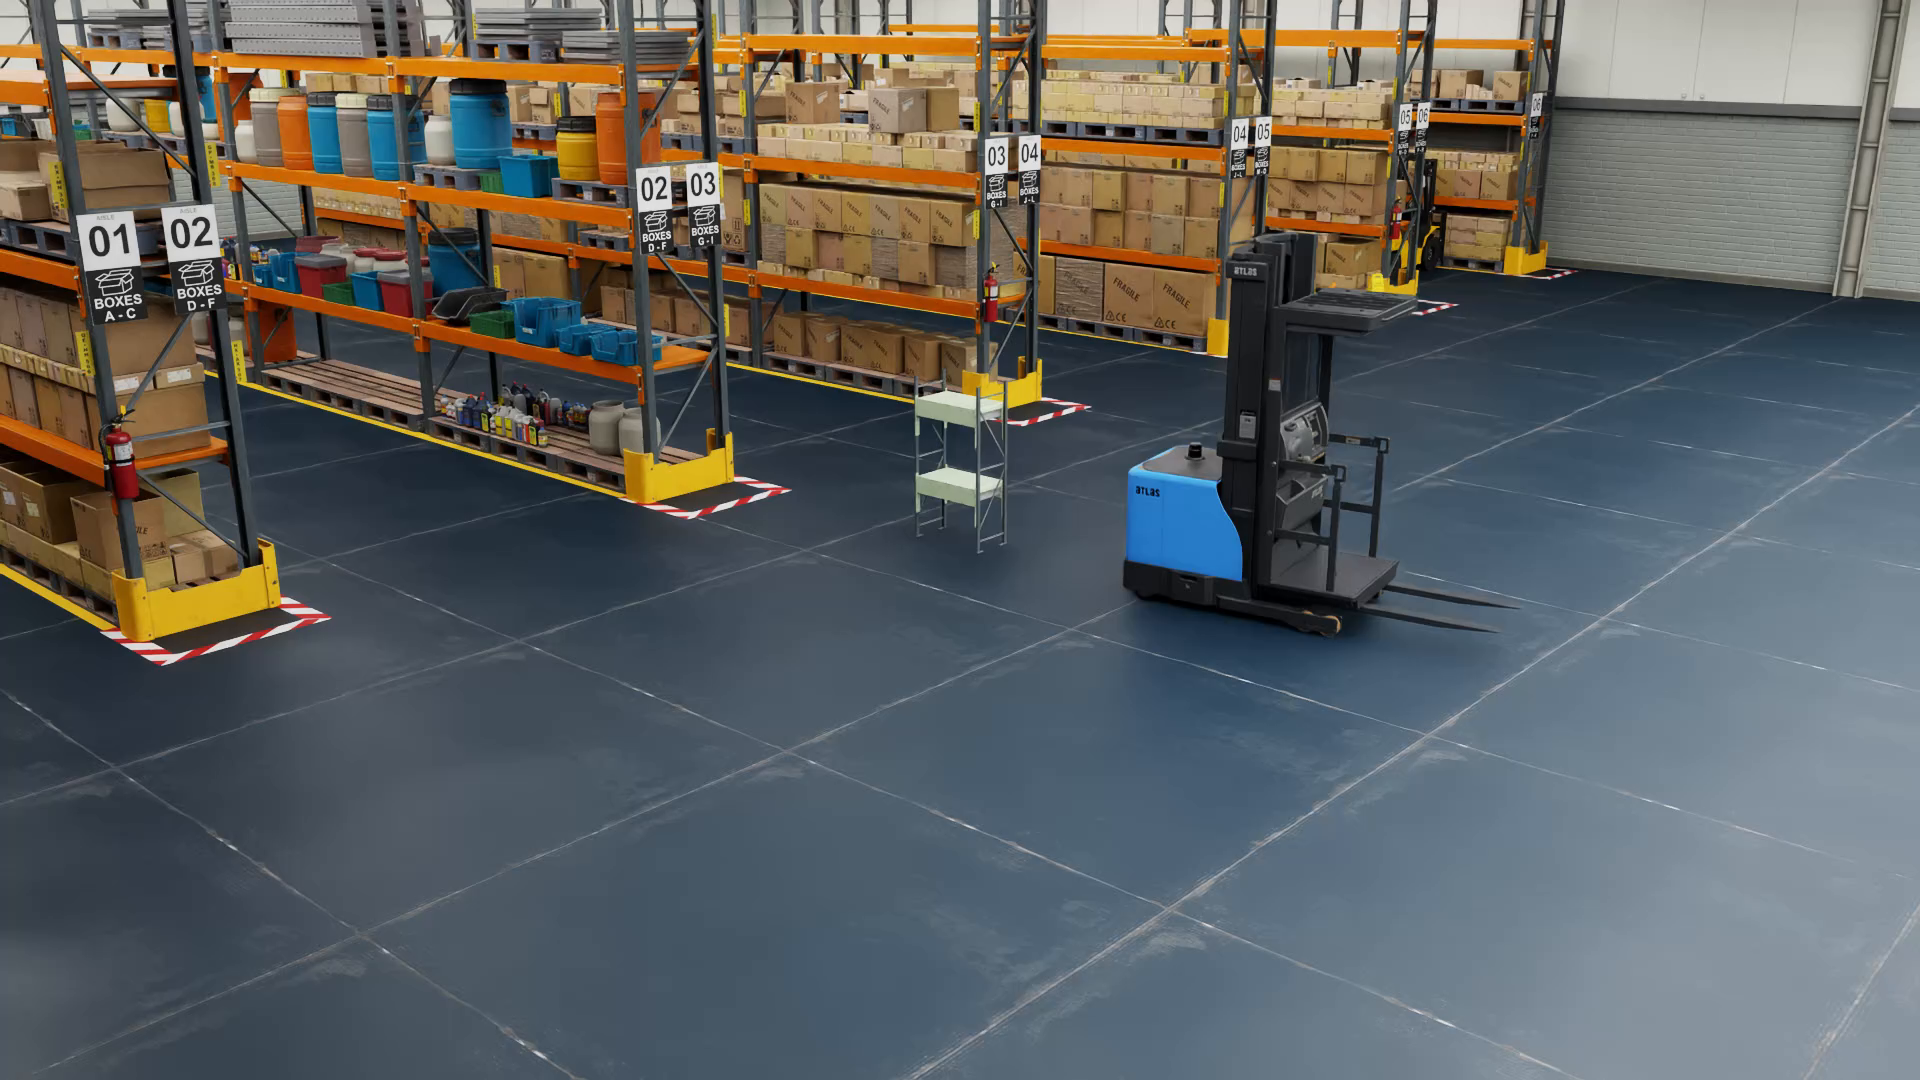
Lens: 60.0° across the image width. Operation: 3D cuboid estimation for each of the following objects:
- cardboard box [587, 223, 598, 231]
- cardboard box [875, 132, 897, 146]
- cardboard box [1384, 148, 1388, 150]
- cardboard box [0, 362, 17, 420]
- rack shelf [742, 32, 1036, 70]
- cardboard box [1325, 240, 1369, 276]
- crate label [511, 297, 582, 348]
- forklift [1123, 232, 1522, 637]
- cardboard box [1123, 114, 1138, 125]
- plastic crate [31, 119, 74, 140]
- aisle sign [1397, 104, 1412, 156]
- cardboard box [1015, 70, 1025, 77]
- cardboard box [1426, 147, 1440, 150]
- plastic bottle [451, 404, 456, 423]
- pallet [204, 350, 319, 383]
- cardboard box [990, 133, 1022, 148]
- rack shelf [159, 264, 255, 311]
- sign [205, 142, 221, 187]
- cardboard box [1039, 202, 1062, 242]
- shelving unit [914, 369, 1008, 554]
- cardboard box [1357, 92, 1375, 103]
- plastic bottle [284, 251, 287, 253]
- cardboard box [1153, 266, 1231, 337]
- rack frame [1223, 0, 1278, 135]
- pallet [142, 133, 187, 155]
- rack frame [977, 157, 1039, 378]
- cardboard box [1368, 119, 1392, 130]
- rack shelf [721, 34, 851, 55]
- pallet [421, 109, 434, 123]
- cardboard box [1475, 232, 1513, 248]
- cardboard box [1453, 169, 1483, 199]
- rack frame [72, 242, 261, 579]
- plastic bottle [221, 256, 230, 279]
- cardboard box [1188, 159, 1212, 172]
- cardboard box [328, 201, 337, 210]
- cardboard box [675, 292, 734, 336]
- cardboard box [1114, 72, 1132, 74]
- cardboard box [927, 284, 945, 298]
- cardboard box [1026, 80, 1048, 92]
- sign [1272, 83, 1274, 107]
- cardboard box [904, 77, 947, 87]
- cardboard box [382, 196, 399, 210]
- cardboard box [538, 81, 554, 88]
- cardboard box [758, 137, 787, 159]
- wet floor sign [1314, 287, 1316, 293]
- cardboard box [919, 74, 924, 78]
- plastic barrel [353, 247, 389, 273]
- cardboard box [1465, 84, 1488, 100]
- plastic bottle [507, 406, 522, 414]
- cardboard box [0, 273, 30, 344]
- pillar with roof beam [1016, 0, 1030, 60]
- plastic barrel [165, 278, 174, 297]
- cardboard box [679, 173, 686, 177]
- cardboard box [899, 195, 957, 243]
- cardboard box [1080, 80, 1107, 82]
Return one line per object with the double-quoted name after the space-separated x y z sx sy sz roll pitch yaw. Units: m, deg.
-5.594 -4.869 25.328 0.500 0.500 0.500 16 24 41 "cardboard box"
-0.810 -4.852 20.071 0.250 0.149 0.380 14 22 37 "cardboard box"
8.281 -7.390 31.709 0.250 0.149 0.380 15 23 38 "cardboard box"
-7.890 -1.372 14.311 0.500 0.500 0.700 15 23 40 "cardboard box"
-0.923 -5.972 20.248 4.000 0.370 1.077 15 23 39 "rack shelf"
6.379 -4.647 27.406 0.500 0.500 0.500 15 23 40 "cardboard box"
-4.271 -2.260 17.216 0.616 0.435 0.502 15 23 39 "crate label"
2.863 -0.834 12.896 3.031 2.935 1.130 11 21 30 "forklift"
2.517 -5.961 23.531 0.250 0.149 0.380 15 23 40 "cardboard box"
-13.229 -6.006 24.314 0.530 0.282 0.437 15 23 39 "plastic crate"
7.005 -6.459 26.206 0.004 0.787 0.394 15 23 39 "aisle sign"
1.400 -10.371 36.938 0.250 0.149 0.380 16 24 41 "cardboard box"
8.995 -7.405 31.757 0.250 0.149 0.380 16 24 41 "cardboard box"
-5.607 -1.410 18.494 0.097 0.201 0.097 0 18 0 "plastic bottle"
-9.316 -2.361 22.202 1.213 0.211 1.003 15 23 39 "pallet"
0.520 -4.711 19.628 0.250 0.149 0.380 15 23 39 "cardboard box"
-10.194 -3.600 22.685 4.000 0.370 1.077 15 23 39 "rack shelf"
-5.632 -2.823 12.515 0.005 0.325 0.100 15 23 39 "sign"
1.659 -4.855 25.204 0.550 0.550 0.875 15 23 39 "cardboard box"
0.005 -0.714 14.881 0.755 1.500 0.431 15 23 39 "shelving unit"
6.535 -7.049 26.503 0.250 0.149 0.380 16 23 40 "cardboard box"
-8.876 -3.669 21.928 0.097 0.271 0.097 0 18 0 "plastic bottle"
3.390 -3.466 23.893 0.875 0.875 0.875 15 23 40 "cardboard box"
3.941 -7.017 22.345 0.127 3.000 1.000 15 23 39 "rack frame"
-10.189 -5.322 22.275 1.213 0.211 1.003 15 23 39 "pallet"
0.573 -3.056 19.781 0.127 3.000 1.000 15 23 39 "rack frame"
6.698 -6.616 26.456 0.250 0.149 0.380 15 23 39 "cardboard box"
-3.320 -10.435 34.965 4.000 0.370 1.077 15 23 39 "rack shelf"
-9.007 -7.019 27.458 1.213 0.211 1.003 15 23 39 "pallet"
9.871 -5.576 30.748 0.500 0.250 0.500 15 23 39 "cardboard box"
9.519 -6.615 30.830 0.500 0.500 0.500 16 24 41 "cardboard box"
-6.005 -0.815 12.721 0.127 3.000 1.000 15 23 39 "rack frame"
-9.457 -3.517 21.427 0.133 0.283 0.061 15 23 39 "plastic bottle"
4.344 -6.629 28.732 0.500 0.500 0.700 15 23 39 "cardboard box"
-10.767 -5.848 28.994 0.250 0.149 0.380 15 23 38 "cardboard box"
-3.627 -3.217 23.696 0.500 0.500 0.700 13 22 35 "cardboard box"
3.484 -9.899 35.483 0.250 0.149 0.380 15 23 38 "cardboard box"
-0.185 -3.035 20.132 0.250 0.149 0.380 15 23 39 "cardboard box"
1.187 -6.697 24.535 0.250 0.149 0.380 15 23 39 "cardboard box"
4.314 -6.166 23.047 0.005 0.325 0.100 15 23 39 "sign"
-0.557 -7.203 26.866 0.500 0.500 0.500 15 23 39 "cardboard box"
-9.295 -5.668 27.768 0.500 0.250 0.500 16 24 41 "cardboard box"
-7.863 -8.818 32.400 0.500 0.250 0.500 15 23 40 "cardboard box"
-2.252 -5.069 21.413 0.500 0.250 0.500 14 22 37 "cardboard box"
5.277 -3.477 25.002 0.232 0.644 0.267 11 20 30 "wet floor sign"
-0.606 -10.780 38.918 0.500 0.250 0.500 14 22 38 "cardboard box"
-7.149 -3.279 20.259 0.433 0.535 0.433 0 18 0 "plastic barrel"
9.432 -8.183 30.343 0.258 0.266 0.396 15 23 39 "cardboard box"
-4.839 -1.309 18.053 0.135 0.276 0.152 15 23 39 "plastic bottle"
-7.908 -1.995 14.128 0.500 0.500 0.700 15 23 39 "cardboard box"
-1.313 -11.060 35.085 0.400 9.000 9.100 15 23 39 "pillar with roof beam"
-10.765 -3.289 23.291 0.708 0.901 0.600 15 23 39 "plastic barrel"
-4.850 -6.554 30.035 0.250 0.149 0.380 14 23 38 "cardboard box"
-0.380 -3.875 20.053 0.500 0.500 0.500 15 23 39 "cardboard box"
1.997 -6.746 24.687 0.250 0.149 0.380 16 23 40 "cardboard box"
